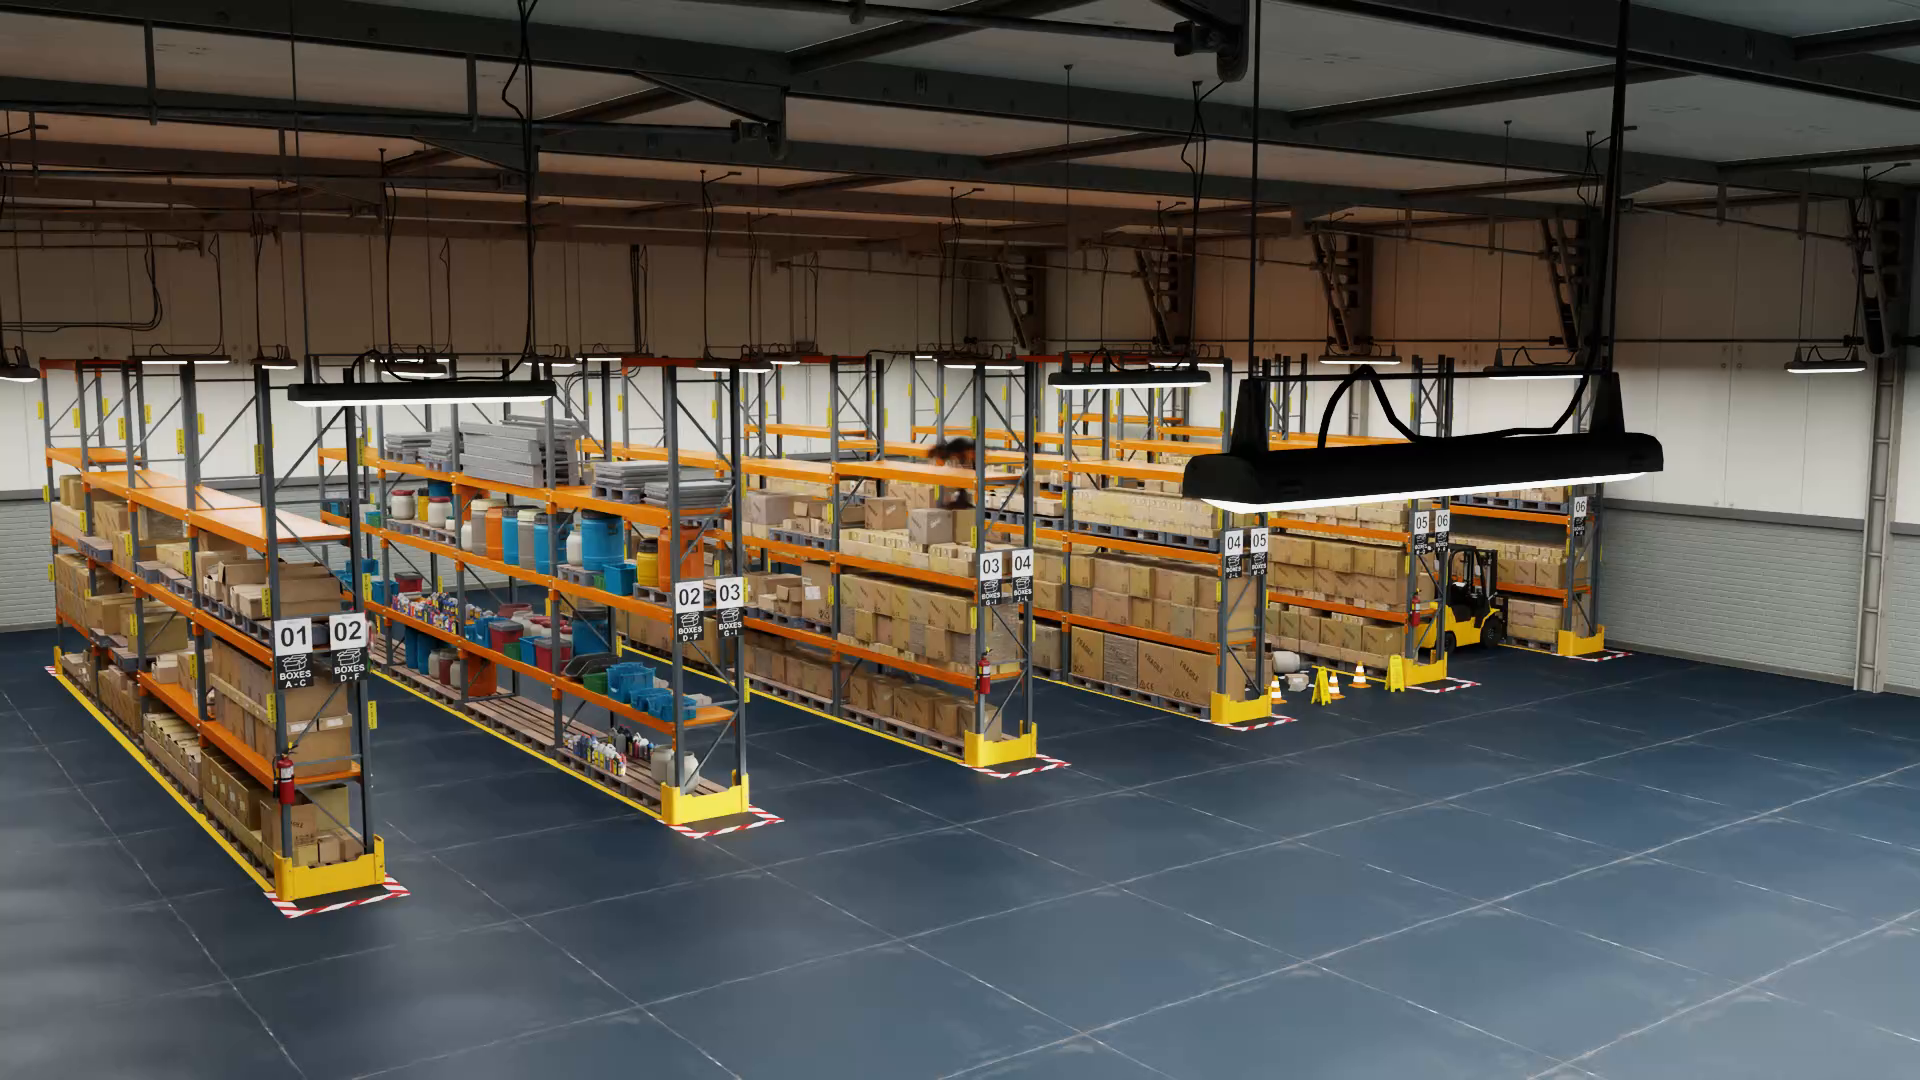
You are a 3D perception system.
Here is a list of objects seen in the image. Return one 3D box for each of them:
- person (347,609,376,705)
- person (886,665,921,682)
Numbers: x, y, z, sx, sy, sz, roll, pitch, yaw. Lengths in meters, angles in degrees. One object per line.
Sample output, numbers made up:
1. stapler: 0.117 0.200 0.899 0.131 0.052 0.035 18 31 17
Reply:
1. person: -10.579 2.005 29.170 0.661 1.723 0.898 -6 9 -42
2. person: -1.096 1.775 31.255 1.024 1.726 0.702 6 9 41
